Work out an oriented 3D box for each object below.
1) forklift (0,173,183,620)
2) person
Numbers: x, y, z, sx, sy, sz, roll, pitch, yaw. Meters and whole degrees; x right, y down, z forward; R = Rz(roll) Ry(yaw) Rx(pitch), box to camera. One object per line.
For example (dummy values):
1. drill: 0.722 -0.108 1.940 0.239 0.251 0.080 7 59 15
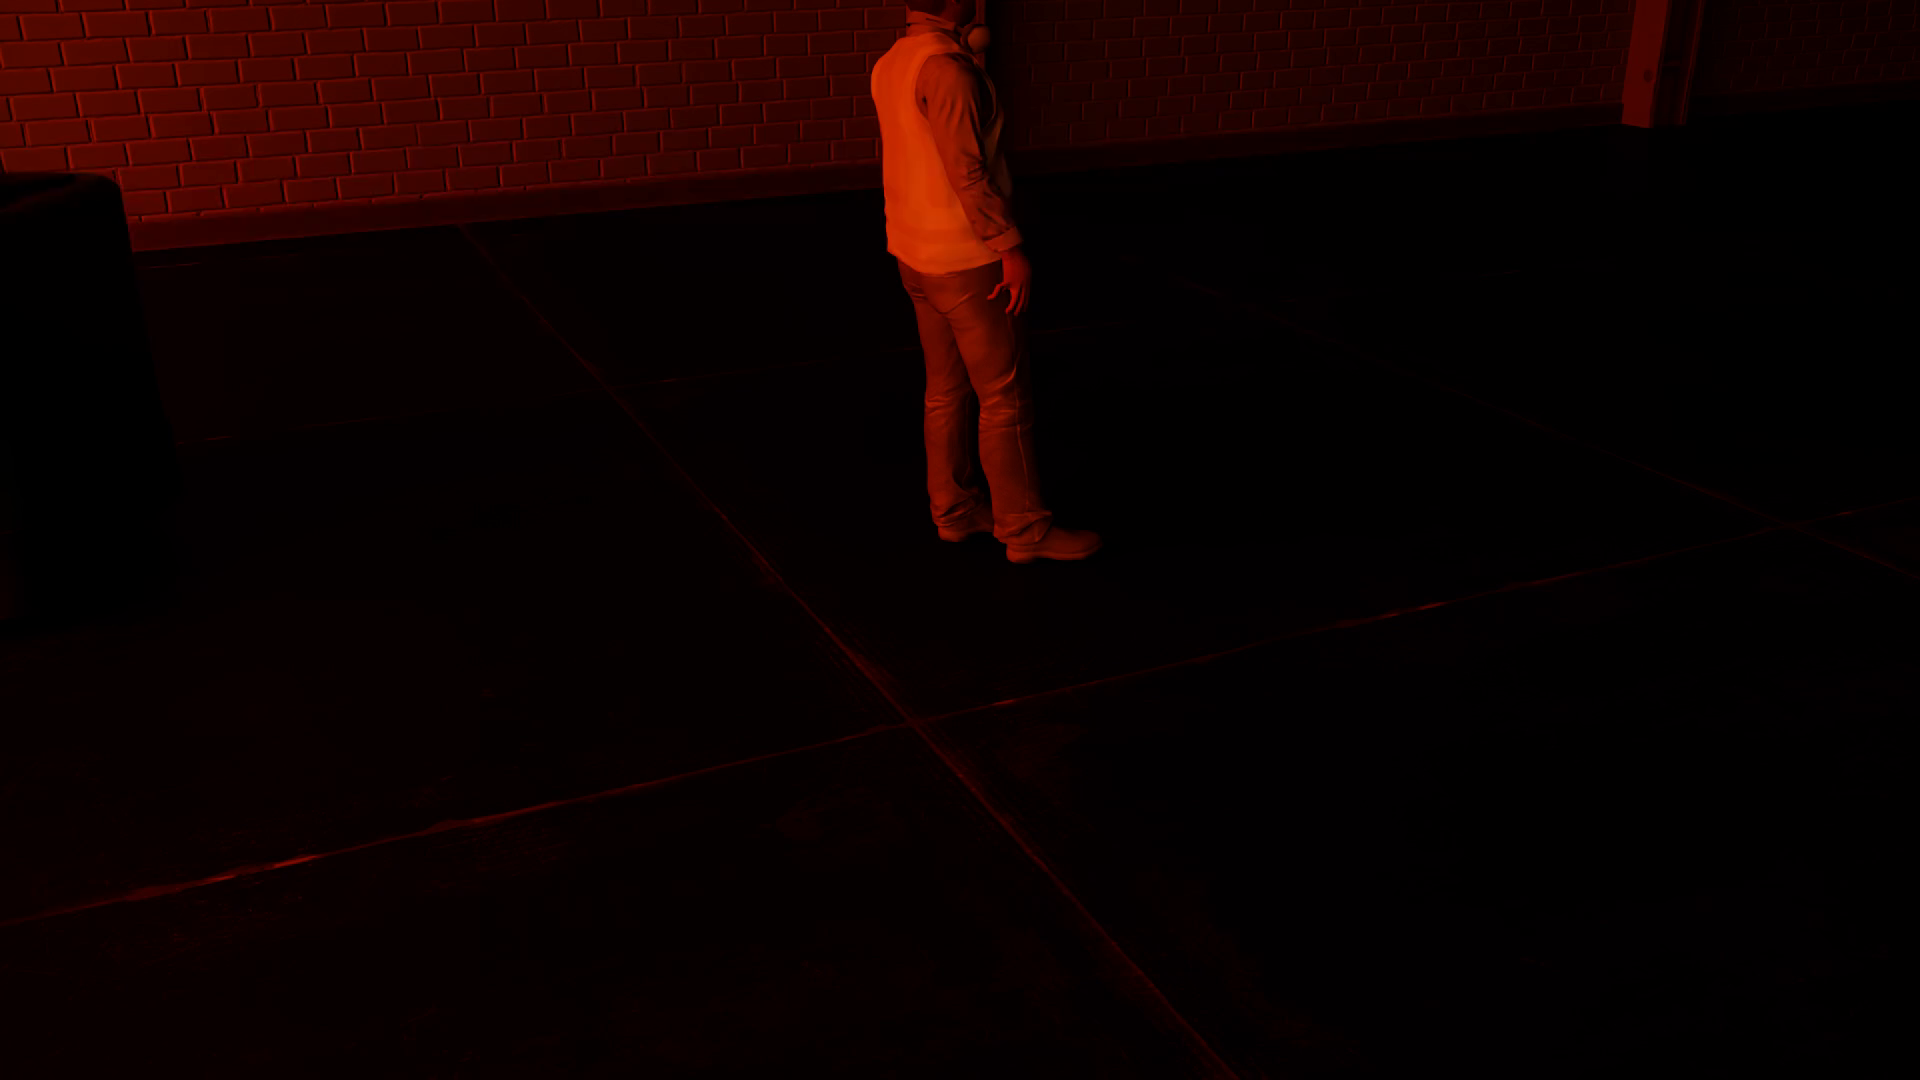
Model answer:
1. forklift: -3.976 -1.259 4.317 3.031 2.935 1.130 -1 23 -2
2. person: 0.059 -0.833 4.781 0.568 1.773 0.632 -10 25 -23
